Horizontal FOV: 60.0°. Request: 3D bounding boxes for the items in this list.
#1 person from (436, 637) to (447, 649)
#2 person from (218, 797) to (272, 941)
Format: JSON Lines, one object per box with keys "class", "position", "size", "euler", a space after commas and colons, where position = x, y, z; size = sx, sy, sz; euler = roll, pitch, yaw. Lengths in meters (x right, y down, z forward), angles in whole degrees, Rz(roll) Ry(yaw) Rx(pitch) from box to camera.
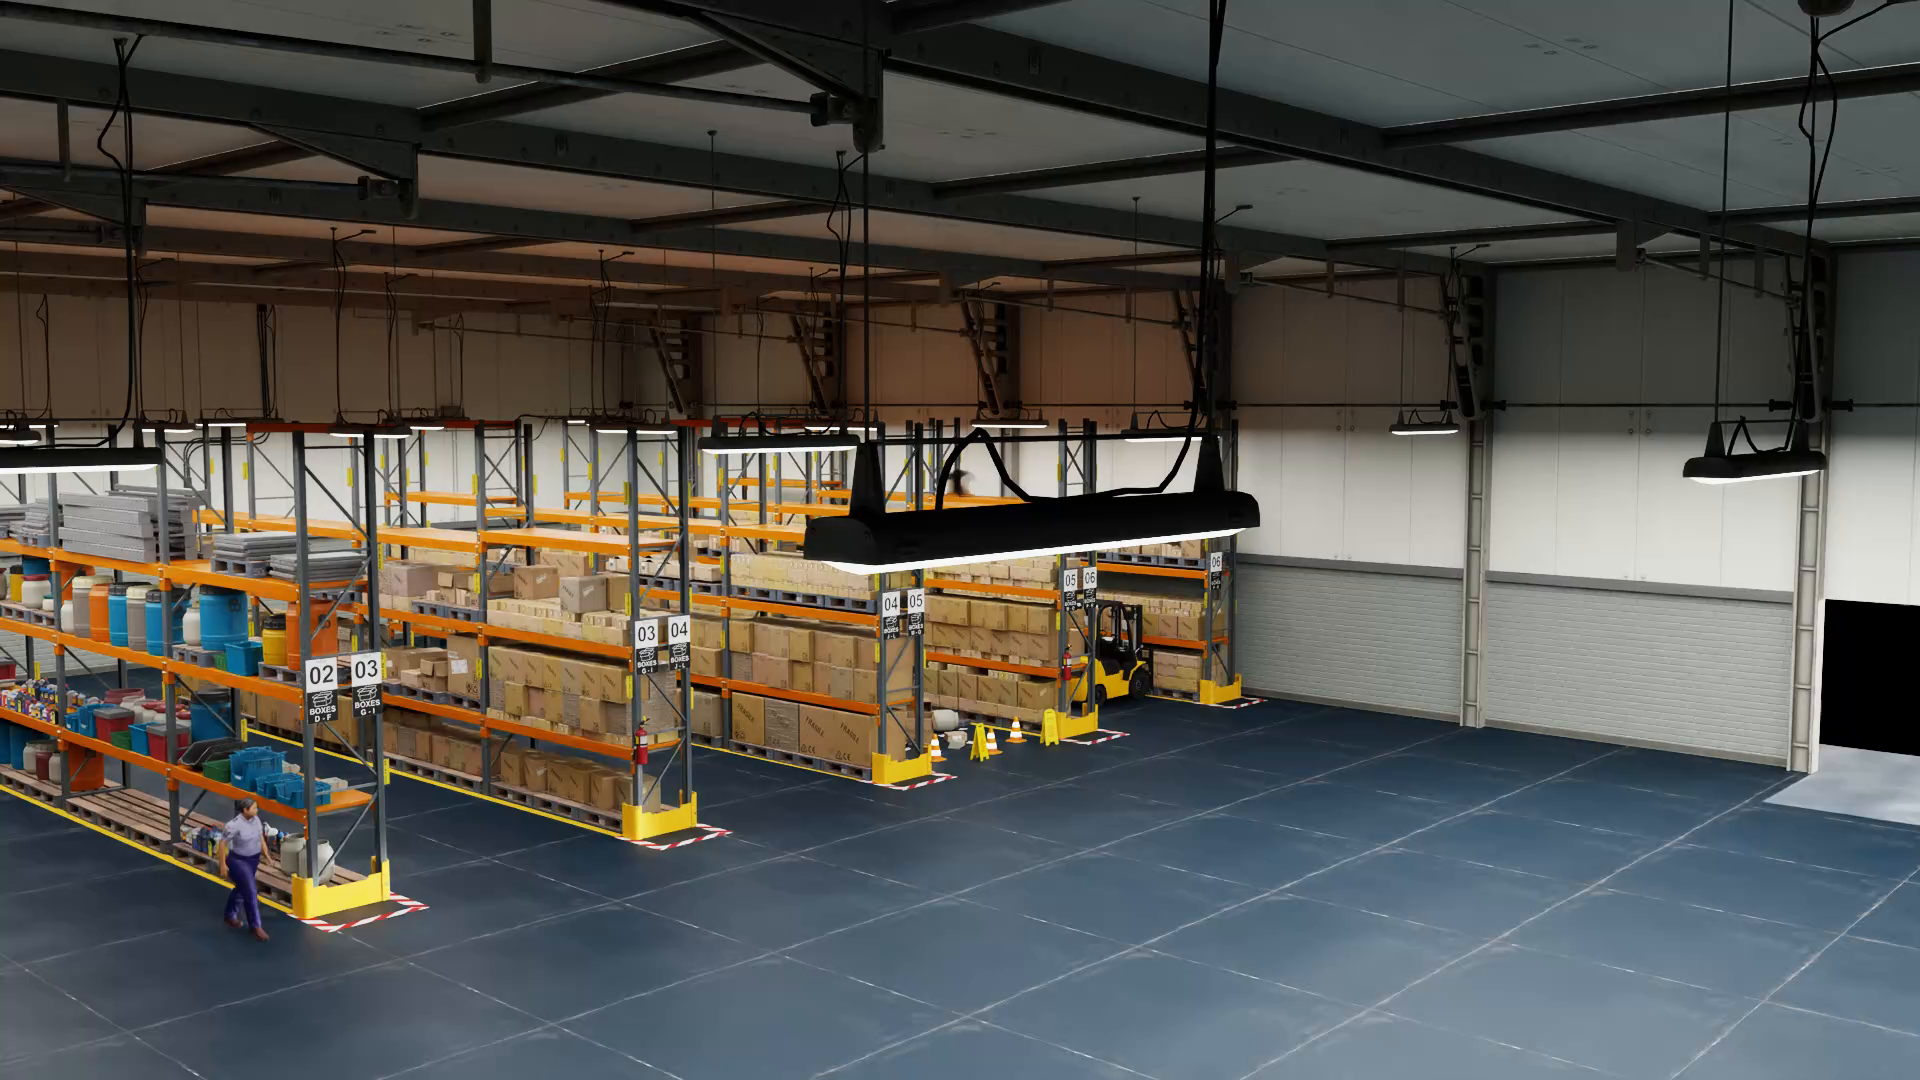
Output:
{"class": "person", "position": [-12.288, 2.261, 40.218], "size": [0.559, 1.574, 0.631], "euler": [2, 5, 21]}
{"class": "person", "position": [-8.504, 3.873, 19.810], "size": [0.856, 1.649, 0.583], "euler": [2, 5, 19]}
